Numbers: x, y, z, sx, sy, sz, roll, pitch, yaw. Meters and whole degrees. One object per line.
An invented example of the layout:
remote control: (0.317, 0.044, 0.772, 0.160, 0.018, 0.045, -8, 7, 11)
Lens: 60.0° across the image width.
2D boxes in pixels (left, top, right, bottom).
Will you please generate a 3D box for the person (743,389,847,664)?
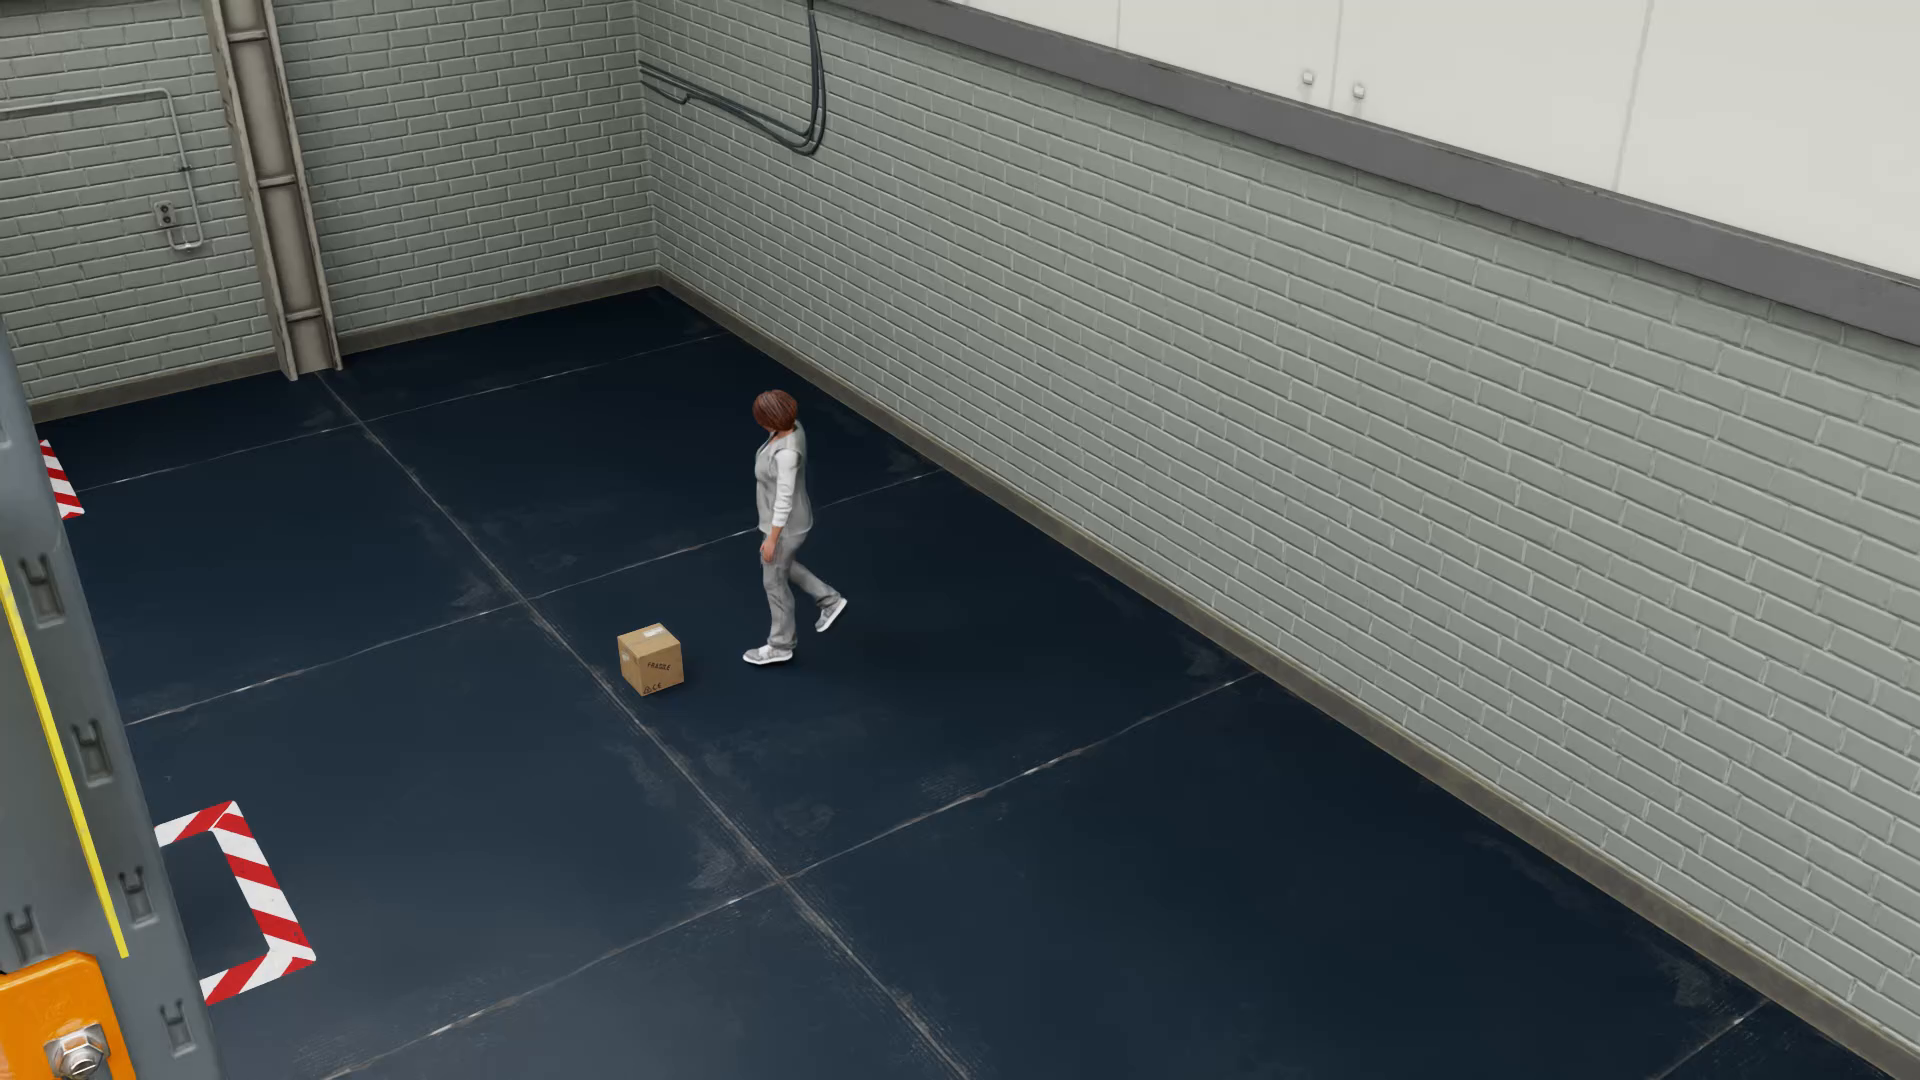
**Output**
person: (-0.901, -0.077, 8.791, 0.571, 1.577, 0.442, -1, 29, -2)
